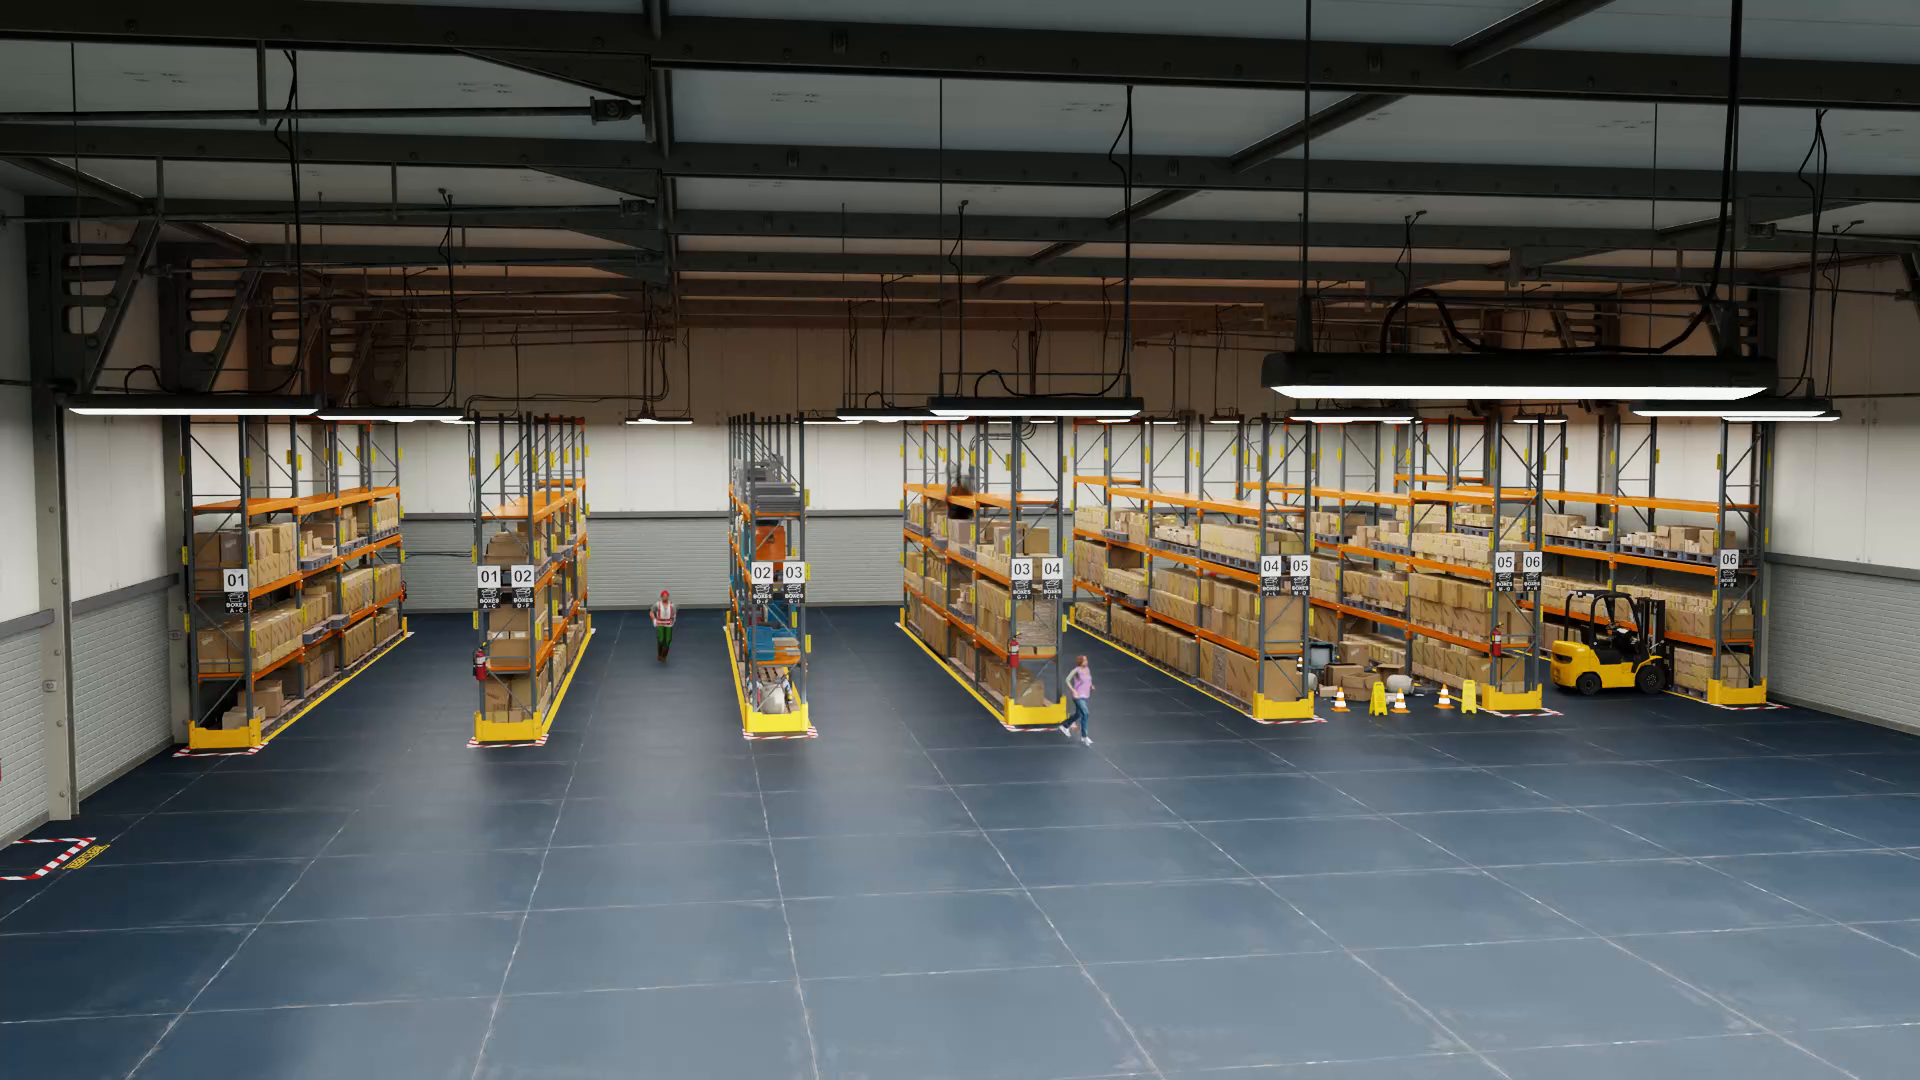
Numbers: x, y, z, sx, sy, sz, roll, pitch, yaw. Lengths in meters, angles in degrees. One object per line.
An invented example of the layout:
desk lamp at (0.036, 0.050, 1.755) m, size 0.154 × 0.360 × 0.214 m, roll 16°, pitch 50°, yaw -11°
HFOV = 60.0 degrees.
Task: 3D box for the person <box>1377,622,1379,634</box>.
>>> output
person at (11.264, 1.801, 44.999) m, size 0.714 × 1.733 × 0.615 m, roll -1°, pitch 4°, yaw -10°

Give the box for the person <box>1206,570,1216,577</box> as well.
person at (7.614, 1.454, 50.601) m, size 0.555 × 1.656 × 0.711 m, roll 0°, pitch 4°, yaw -4°

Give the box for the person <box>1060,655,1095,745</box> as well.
person at (2.135, 2.875, 30.179) m, size 0.741 × 1.628 × 0.531 m, roll 3°, pitch 5°, yaw 38°

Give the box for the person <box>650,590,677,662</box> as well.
person at (-7.154, 2.093, 40.299) m, size 0.632 × 1.741 × 0.620 m, roll -1°, pitch 4°, yaw -20°

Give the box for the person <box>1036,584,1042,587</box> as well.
person at (2.065, 1.649, 48.541) m, size 0.687 × 1.586 × 0.531 m, roll 2°, pitch 5°, yaw 31°
